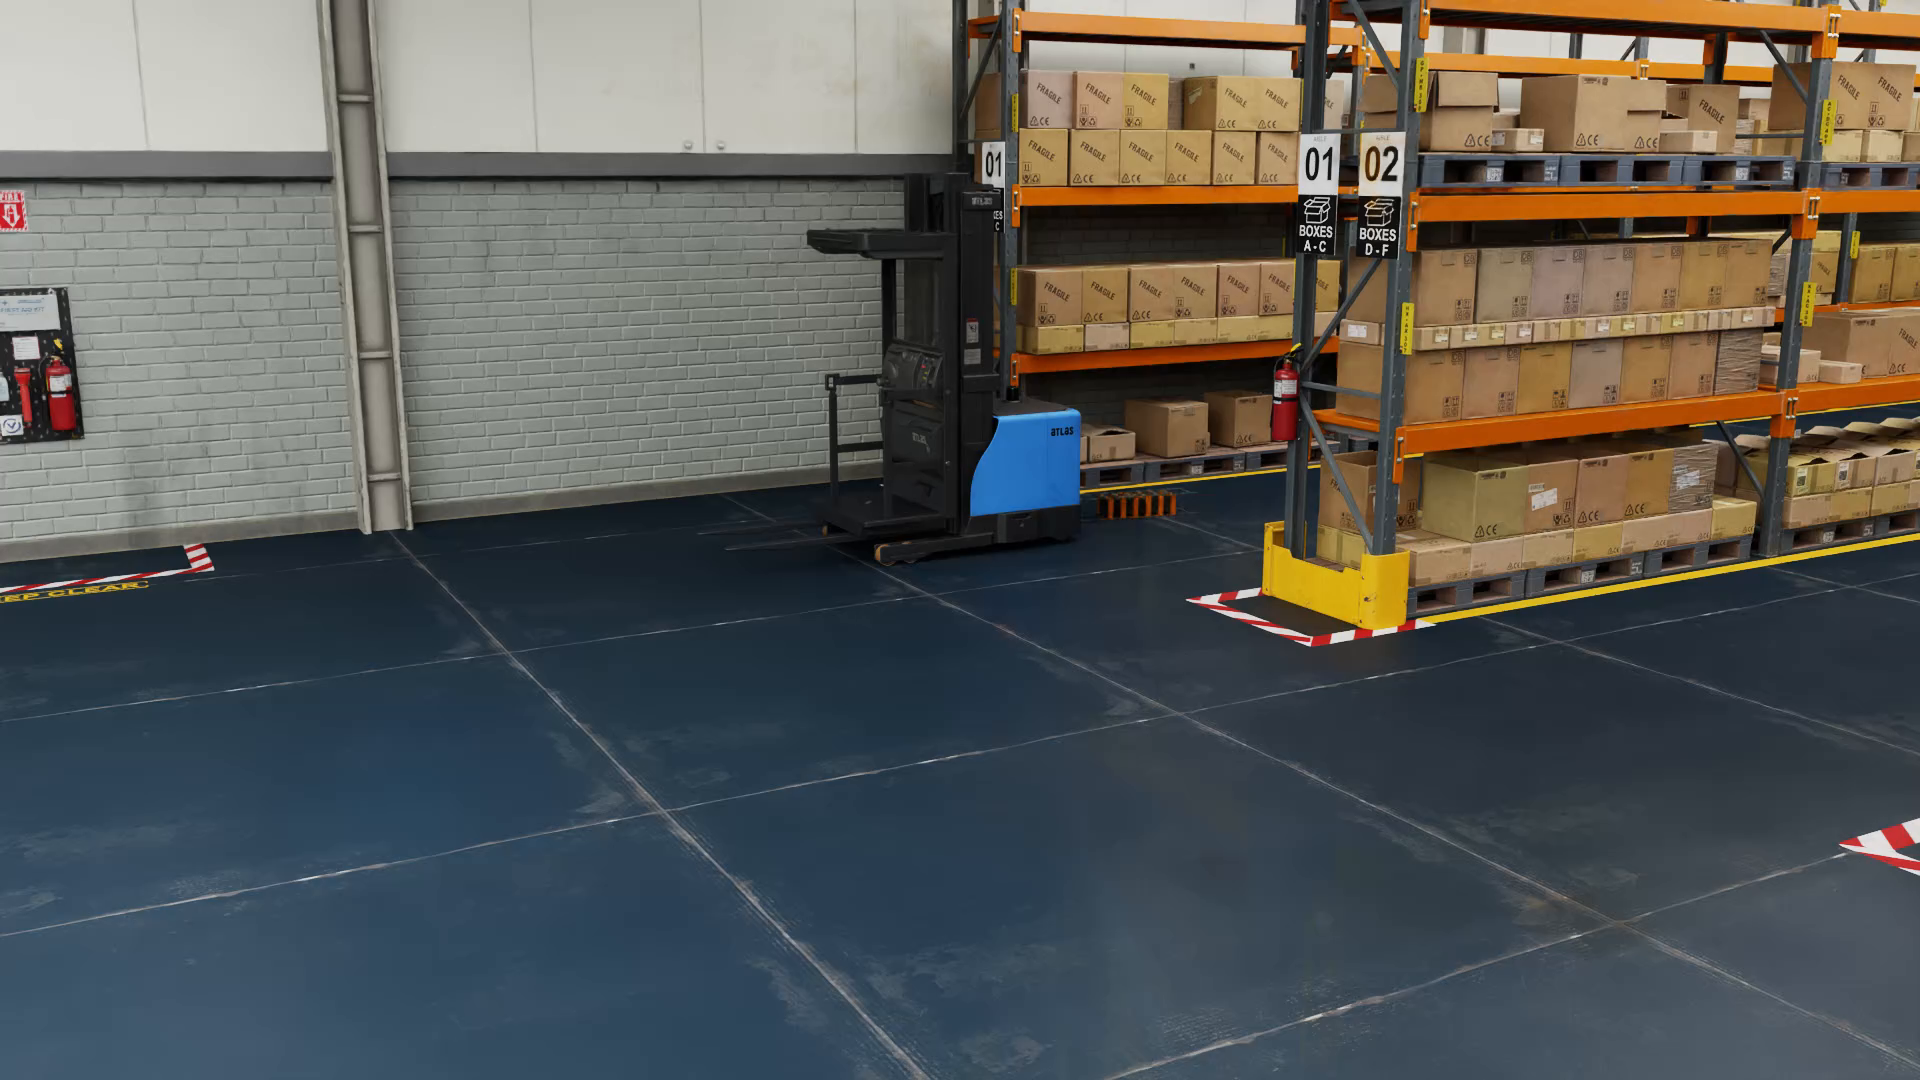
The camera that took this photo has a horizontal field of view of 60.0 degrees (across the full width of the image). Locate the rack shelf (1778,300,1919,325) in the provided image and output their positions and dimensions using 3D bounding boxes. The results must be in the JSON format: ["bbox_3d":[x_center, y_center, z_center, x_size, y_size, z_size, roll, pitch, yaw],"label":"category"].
[{"bbox_3d":[12.507,-3.074,22.075,4.000,0.370,1.077,-7,14,-28],"label":"rack shelf"}]

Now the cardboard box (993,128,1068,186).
[{"bbox_3d":[0.632,-3.461,15.051,0.500,0.500,0.500,-6,14,-26],"label":"cardboard box"}]

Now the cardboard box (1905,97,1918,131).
[{"bbox_3d":[11.512,-5.245,20.702,0.500,0.500,0.500,-7,14,-28],"label":"cardboard box"}]

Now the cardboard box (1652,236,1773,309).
[{"bbox_3d":[5.720,-2.052,12.715,0.500,0.500,0.700,-7,14,-28],"label":"cardboard box"}]

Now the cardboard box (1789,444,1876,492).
[{"bbox_3d":[7.031,-0.603,13.485,0.500,0.311,0.500,-7,14,-29],"label":"cardboard box"}]

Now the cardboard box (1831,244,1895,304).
[{"bbox_3d":[11.236,-3.415,21.268,0.700,0.700,0.980,-7,14,-27],"label":"cardboard box"}]

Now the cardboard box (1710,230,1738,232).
[{"bbox_3d":[9.330,-3.676,20.452,0.500,0.250,0.500,-7,15,-30],"label":"cardboard box"}]

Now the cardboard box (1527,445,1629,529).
[{"bbox_3d":[4.491,-0.398,12.144,0.500,0.500,0.500,-7,14,-28],"label":"cardboard box"}]

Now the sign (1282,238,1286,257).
[{"bbox_3d":[3.461,-3.044,17.668,0.005,0.325,0.100,-7,14,-28],"label":"sign"}]

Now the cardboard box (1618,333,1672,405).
[{"bbox_3d":[4.818,-1.311,12.374,0.500,0.500,0.700,-7,14,-27],"label":"cardboard box"}]

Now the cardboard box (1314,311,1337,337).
[{"bbox_3d":[3.459,-2.201,16.855,0.500,0.250,0.500,-7,14,-28],"label":"cardboard box"}]

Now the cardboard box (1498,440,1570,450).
[{"bbox_3d":[4.234,-0.501,12.603,0.500,0.500,0.500,-7,14,-28],"label":"cardboard box"}]

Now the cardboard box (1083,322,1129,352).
[{"bbox_3d":[1.248,-1.936,15.677,0.500,0.250,0.500,-7,15,-30],"label":"cardboard box"}]

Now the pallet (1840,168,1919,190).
[{"bbox_3d":[8.085,-3.004,13.723,1.213,0.211,1.003,-6,14,-25],"label":"pallet"}]

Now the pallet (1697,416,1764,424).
[{"bbox_3d":[9.039,-1.629,20.368,1.213,0.211,1.003,-7,14,-28],"label":"pallet"}]

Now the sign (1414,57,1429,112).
[{"bbox_3d":[2.857,-2.819,10.299,0.005,0.325,0.100,-7,14,-28],"label":"sign"}]

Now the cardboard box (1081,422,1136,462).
[{"bbox_3d":[1.370,-0.970,16.211,0.500,0.311,0.500,-6,14,-23],"label":"cardboard box"}]

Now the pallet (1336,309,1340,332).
[{"bbox_3d":[4.471,-2.332,17.575,1.213,0.211,1.003,-7,14,-28],"label":"pallet"}]

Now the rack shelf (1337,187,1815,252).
[{"bbox_3d":[4.351,-2.321,11.896,4.000,0.370,1.077,-7,14,-28],"label":"rack shelf"}]

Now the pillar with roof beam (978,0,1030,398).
[{"bbox_3d":[2.482,-4.290,12.174,0.400,9.000,9.100,-7,14,-28],"label":"pillar with roof beam"}]

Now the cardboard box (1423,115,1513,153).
[{"bbox_3d":[3.480,-2.833,11.601,0.500,0.250,0.500,-7,14,-28],"label":"cardboard box"}]

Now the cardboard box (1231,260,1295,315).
[{"bbox_3d":[3.028,-2.512,16.529,0.500,0.500,0.500,-7,14,-28],"label":"cardboard box"}]

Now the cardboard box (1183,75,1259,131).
[{"bbox_3d":[2.491,-4.161,15.884,0.500,0.500,0.500,-7,15,-30],"label":"cardboard box"}]

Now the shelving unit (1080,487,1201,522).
[{"bbox_3d":[1.511,-0.312,14.549,1.200,0.189,0.258,-4,13,-19],"label":"shelving unit"}]

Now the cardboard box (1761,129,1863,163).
[{"bbox_3d":[6.652,-3.077,13.002,0.500,0.250,0.500,-5,14,-22],"label":"cardboard box"}]

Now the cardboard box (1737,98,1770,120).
[{"bbox_3d":[9.439,-5.179,20.020,0.500,0.250,0.500,-7,15,-30],"label":"cardboard box"}]

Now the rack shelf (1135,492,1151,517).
[{"bbox_3d":[1.582,-0.317,14.574,0.103,0.180,0.258,-4,13,-19],"label":"rack shelf"}]

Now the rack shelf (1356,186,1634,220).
[{"bbox_3d":[5.485,-3.696,18.006,4.000,0.370,1.077,-7,14,-28],"label":"rack shelf"}]

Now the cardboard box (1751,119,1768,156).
[{"bbox_3d":[9.469,-4.799,20.039,0.500,0.500,0.700,-7,15,-29],"label":"cardboard box"}]

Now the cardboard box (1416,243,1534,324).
[{"bbox_3d":[3.517,-1.788,11.540,0.500,0.500,0.700,-7,15,-29],"label":"cardboard box"}]

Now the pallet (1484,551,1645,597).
[{"bbox_3d":[4.317,0.146,12.477,1.213,0.211,1.003,-7,14,-28],"label":"pallet"}]

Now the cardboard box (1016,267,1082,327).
[{"bbox_3d":[0.782,-2.247,15.349,0.500,0.500,0.500,-7,14,-28],"label":"cardboard box"}]

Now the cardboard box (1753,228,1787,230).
[{"bbox_3d":[10.223,-3.786,20.941,0.500,0.250,0.500,-6,14,-26],"label":"cardboard box"}]

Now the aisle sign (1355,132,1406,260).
[{"bbox_3d":[2.685,-2.200,10.633,0.004,0.787,0.394,-7,14,-28],"label":"aisle sign"}]

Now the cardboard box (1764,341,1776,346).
[{"bbox_3d":[6.791,-1.481,13.664,0.258,0.266,0.396,-7,15,-29],"label":"cardboard box"}]

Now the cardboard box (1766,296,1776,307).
[{"bbox_3d":[9.682,-2.910,20.234,0.250,0.149,0.380,-7,14,-28],"label":"cardboard box"}]

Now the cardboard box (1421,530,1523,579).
[{"bbox_3d":[3.610,0.072,11.764,0.500,0.250,0.500,-7,14,-28],"label":"cardboard box"}]

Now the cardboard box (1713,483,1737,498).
[{"bbox_3d":[6.332,-0.382,13.779,0.500,0.250,0.500,-7,14,-28],"label":"cardboard box"}]

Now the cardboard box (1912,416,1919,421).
[{"bbox_3d":[9.017,-0.978,15.152,0.500,0.311,0.500,-6,14,-26],"label":"cardboard box"}]

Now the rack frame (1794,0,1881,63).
[{"bbox_3d":[10.752,-6.141,20.402,0.127,3.000,1.000,-7,14,-28],"label":"rack frame"}]

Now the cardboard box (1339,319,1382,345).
[{"bbox_3d":[2.840,-1.440,11.471,0.250,0.149,0.380,-7,15,-29],"label":"cardboard box"}]

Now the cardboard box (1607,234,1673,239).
[{"bbox_3d":[7.788,-3.364,19.068,0.500,0.250,0.500,-6,14,-27],"label":"cardboard box"}]

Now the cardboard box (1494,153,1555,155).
[{"bbox_3d":[6.059,-4.199,18.322,0.637,0.503,0.797,-5,14,-20],"label":"cardboard box"}]

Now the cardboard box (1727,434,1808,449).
[{"bbox_3d":[6.779,-0.709,13.959,0.500,0.311,0.500,-6,14,-26],"label":"cardboard box"}]

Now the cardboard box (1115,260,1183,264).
[{"bbox_3d":[1.871,-2.504,16.493,0.500,0.500,0.500,-7,14,-27],"label":"cardboard box"}]

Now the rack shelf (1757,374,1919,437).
[{"bbox_3d":[7.862,-1.278,14.095,4.000,0.370,1.077,-7,14,-28],"label":"rack shelf"}]

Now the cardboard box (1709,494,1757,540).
[{"bbox_3d":[5.805,-0.191,12.933,0.500,0.250,0.500,-7,14,-28],"label":"cardboard box"}]

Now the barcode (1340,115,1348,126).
[{"bbox_3d":[2.630,-2.869,11.372,0.075,0.075,0.001,-7,14,-28],"label":"barcode"}]

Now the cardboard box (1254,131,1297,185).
[{"bbox_3d":[2.955,-3.743,16.306,0.500,0.500,0.500,-8,15,-33],"label":"cardboard box"}]

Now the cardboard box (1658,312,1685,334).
[{"bbox_3d":[5.077,-1.607,12.214,0.250,0.149,0.380,-7,14,-28],"label":"cardboard box"}]

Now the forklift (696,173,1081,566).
[{"bbox_3d":[-0.554,-1.364,12.994,3.031,2.935,1.130,-7,14,-28],"label":"forklift"}]

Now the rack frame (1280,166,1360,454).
[{"bbox_3d":[3.730,-2.373,17.321,0.127,3.000,1.000,-7,14,-28],"label":"rack frame"}]

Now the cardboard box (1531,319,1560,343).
[{"bbox_3d":[3.949,-1.472,11.612,0.250,0.149,0.380,-7,15,-30],"label":"cardboard box"}]
